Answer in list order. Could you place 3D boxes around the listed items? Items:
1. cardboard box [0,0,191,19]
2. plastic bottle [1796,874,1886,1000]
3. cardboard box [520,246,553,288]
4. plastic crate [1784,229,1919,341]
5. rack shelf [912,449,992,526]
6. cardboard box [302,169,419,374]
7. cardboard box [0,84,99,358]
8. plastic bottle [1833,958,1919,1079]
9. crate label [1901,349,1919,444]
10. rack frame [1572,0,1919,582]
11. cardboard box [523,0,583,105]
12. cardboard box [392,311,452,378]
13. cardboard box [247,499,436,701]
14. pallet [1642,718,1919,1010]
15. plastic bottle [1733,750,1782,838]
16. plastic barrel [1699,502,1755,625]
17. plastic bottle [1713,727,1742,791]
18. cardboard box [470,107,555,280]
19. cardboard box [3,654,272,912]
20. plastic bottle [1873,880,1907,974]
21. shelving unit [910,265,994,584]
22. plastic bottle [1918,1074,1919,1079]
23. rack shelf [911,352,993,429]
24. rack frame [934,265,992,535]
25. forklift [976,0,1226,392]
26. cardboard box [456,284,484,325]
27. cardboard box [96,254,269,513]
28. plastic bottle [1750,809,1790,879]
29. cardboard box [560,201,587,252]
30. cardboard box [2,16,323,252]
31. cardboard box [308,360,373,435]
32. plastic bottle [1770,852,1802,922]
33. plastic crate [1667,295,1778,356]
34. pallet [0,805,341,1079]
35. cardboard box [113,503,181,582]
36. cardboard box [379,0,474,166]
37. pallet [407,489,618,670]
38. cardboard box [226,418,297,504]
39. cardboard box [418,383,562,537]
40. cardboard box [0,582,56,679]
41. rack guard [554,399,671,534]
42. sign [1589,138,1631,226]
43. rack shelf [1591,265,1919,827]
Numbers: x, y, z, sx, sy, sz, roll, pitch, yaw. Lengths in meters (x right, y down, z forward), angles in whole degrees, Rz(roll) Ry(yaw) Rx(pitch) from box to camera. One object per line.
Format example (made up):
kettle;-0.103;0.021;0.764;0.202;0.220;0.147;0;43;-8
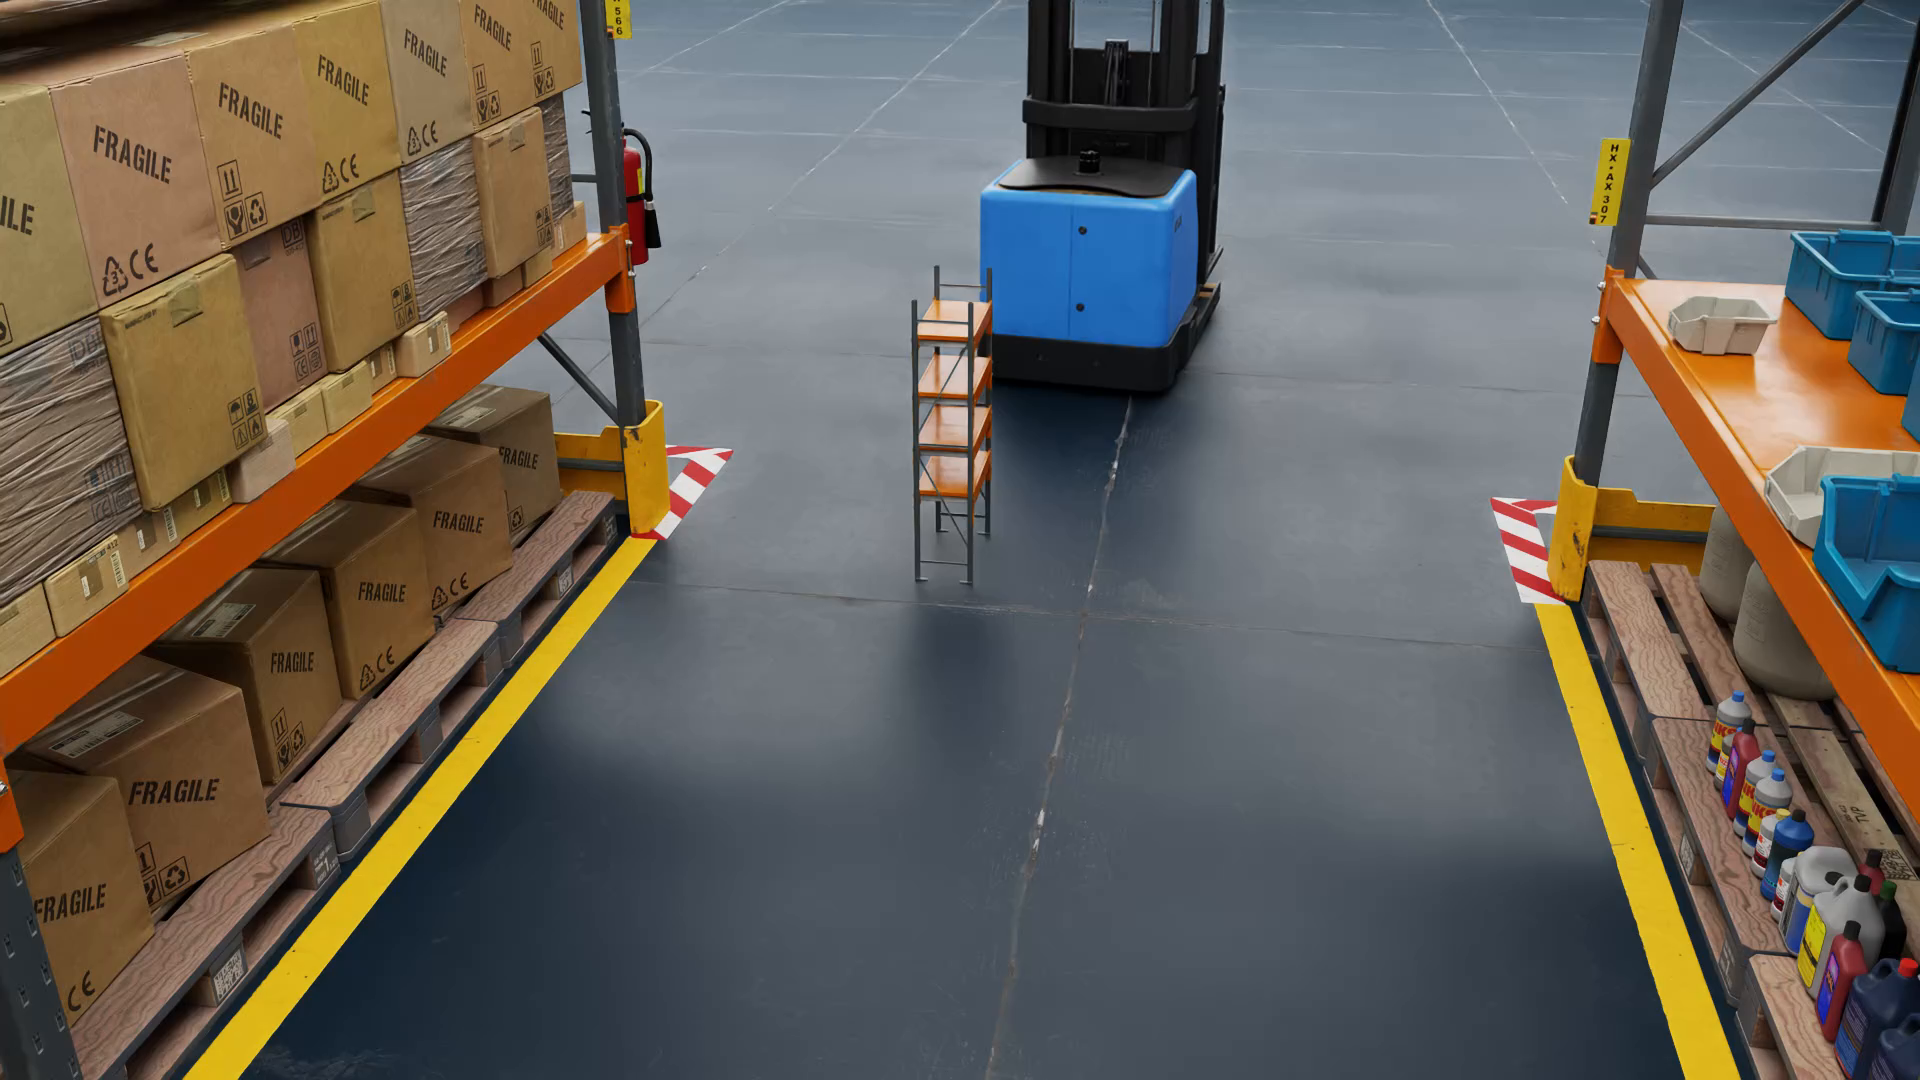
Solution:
cardboard box;-2.501;-1.319;4.882;0.500;0.500;0.500;4;25;9
plastic bottle;2.240;0.987;4.209;0.144;0.351;0.185;4;25;8
cardboard box;-1.772;-1.065;6.283;0.380;0.149;0.250;4;25;9
plastic crate;3.202;-0.884;5.777;0.499;0.251;0.616;4;25;9
rack shelf;-0.027;-0.233;6.960;0.258;0.148;0.480;4;25;9
cardboard box;-2.196;-0.845;5.048;0.875;0.500;0.500;4;25;9
cardboard box;-2.227;-0.655;3.464;0.500;0.500;0.500;4;25;9
plastic bottle;2.187;1.122;3.920;0.144;0.351;0.185;3;25;6
crate label;2.955;-0.409;4.544;0.502;0.435;0.616;4;25;9
rack frame;2.989;-1.182;6.237;1.000;3.000;0.127;4;25;9
cardboard box;-1.744;-1.911;6.145;0.500;0.500;0.500;4;25;9
cardboard box;-1.882;-0.643;5.382;0.380;0.149;0.250;4;25;9
cardboard box;-2.201;0.190;5.759;0.500;0.500;0.500;6;26;13
pallet;2.683;0.964;4.941;1.003;0.211;1.213;4;25;9
plastic bottle;2.329;0.735;4.842;0.097;0.271;0.097;0;25;0
plastic barrel;2.956;0.035;6.076;0.421;0.512;0.421;0;25;0
plastic bottle;2.368;0.666;5.070;0.097;0.201;0.097;0;25;0
cardboard box;-1.978;-1.259;5.933;0.875;0.500;0.500;4;25;9
cardboard box;-2.360;0.685;4.701;0.500;0.500;0.500;13;28;25
plastic bottle;2.345;1.014;4.231;0.061;0.283;0.133;4;25;9
shelving unit;-0.027;-0.474;6.848;0.258;1.200;0.503;4;25;9
plastic bottle;2.088;1.298;3.624;0.061;0.283;0.133;5;26;11
rack shelf;-0.027;-0.616;6.781;0.258;0.148;0.480;4;25;9
rack frame;0.013;-0.576;7.066;0.240;1.200;0.015;4;25;9
forklift;0.987;-2.709;9.581;1.130;2.935;3.031;7;26;14
cardboard box;-1.910;-0.860;5.845;0.380;0.149;0.250;4;25;9
cardboard box;-2.300;-0.423;4.146;0.875;0.500;0.500;4;25;9
plastic bottle;2.296;0.850;4.678;0.097;0.201;0.097;0;25;0
cardboard box;-1.741;-1.278;6.738;0.380;0.149;0.250;4;25;9
cardboard box;-2.065;-1.074;4.357;0.500;0.500;0.500;4;25;9
cardboard box;-1.988;-0.436;4.939;0.380;0.149;0.250;4;25;9
plastic bottle;2.263;0.936;4.495;0.097;0.201;0.097;0;25;0
plastic crate;2.525;-0.710;5.540;0.298;0.136;0.250;4;25;9
pallet;-2.477;1.128;4.592;1.003;0.211;1.213;4;25;9
cardboard box;-2.152;-0.017;4.045;0.380;0.149;0.250;4;25;9
cardboard box;-1.904;-1.492;5.251;0.500;0.500;0.500;4;25;9
pallet;-2.078;0.107;6.772;1.003;0.211;1.213;4;25;9
cardboard box;-2.039;-0.224;4.487;0.380;0.149;0.250;4;25;9
cardboard box;-2.016;-0.323;6.855;0.500;0.500;0.500;9;27;18
cardboard box;-2.220;0.193;3.596;0.380;0.149;0.250;4;25;9
rack guard;-1.910;-0.361;7.432;1.175;0.500;0.348;4;25;9
sign;2.447;-1.347;6.263;0.100;0.325;0.005;4;25;9
rack shelf;2.662;-0.020;4.602;1.077;0.370;4.000;4;25;9
